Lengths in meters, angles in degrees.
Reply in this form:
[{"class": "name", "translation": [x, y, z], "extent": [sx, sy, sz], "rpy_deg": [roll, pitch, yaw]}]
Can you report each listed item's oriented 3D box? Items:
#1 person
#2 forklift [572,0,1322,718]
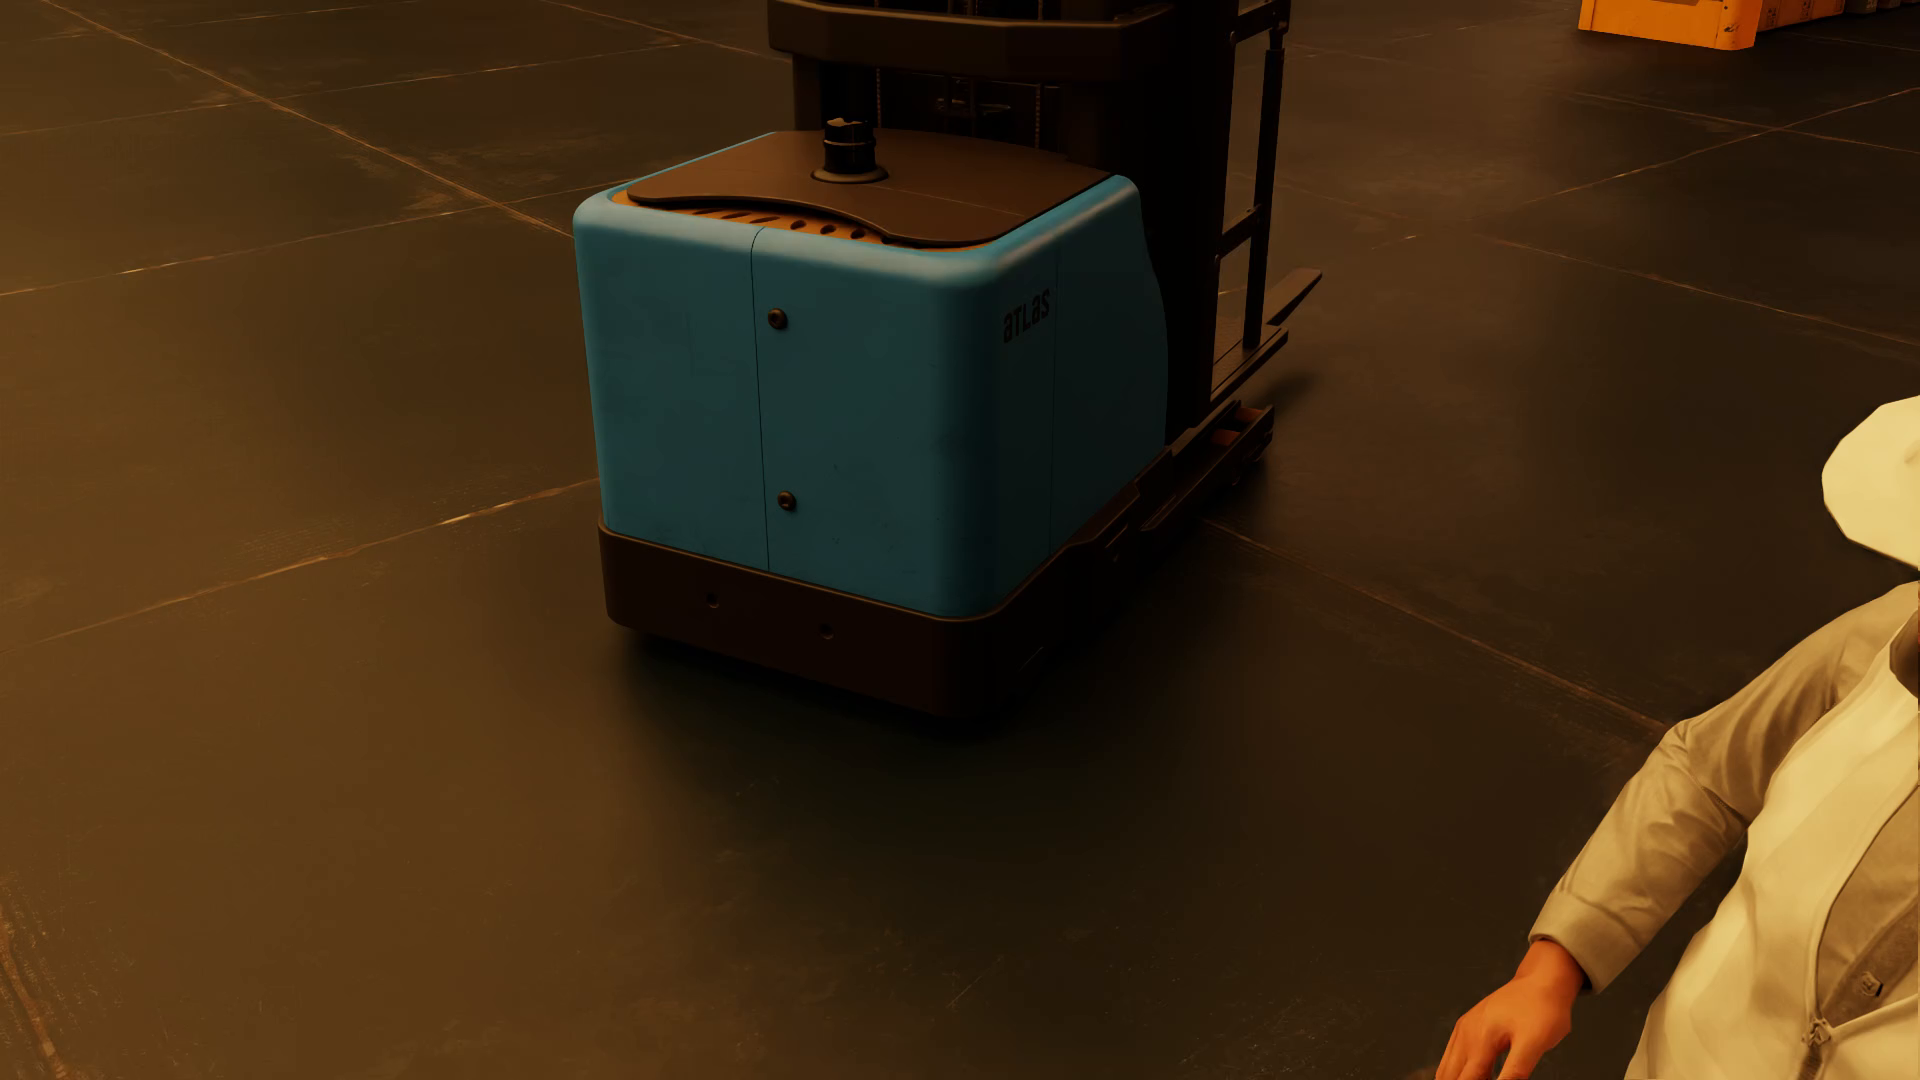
[{"class": "person", "translation": [0.705, 0.634, 1.308], "extent": [0.522, 1.727, 0.745], "rpy_deg": [-12, 29, -23]}, {"class": "forklift", "translation": [0.285, -1.552, 4.331], "extent": [1.130, 2.935, 3.031], "rpy_deg": [13, 29, 25]}]
